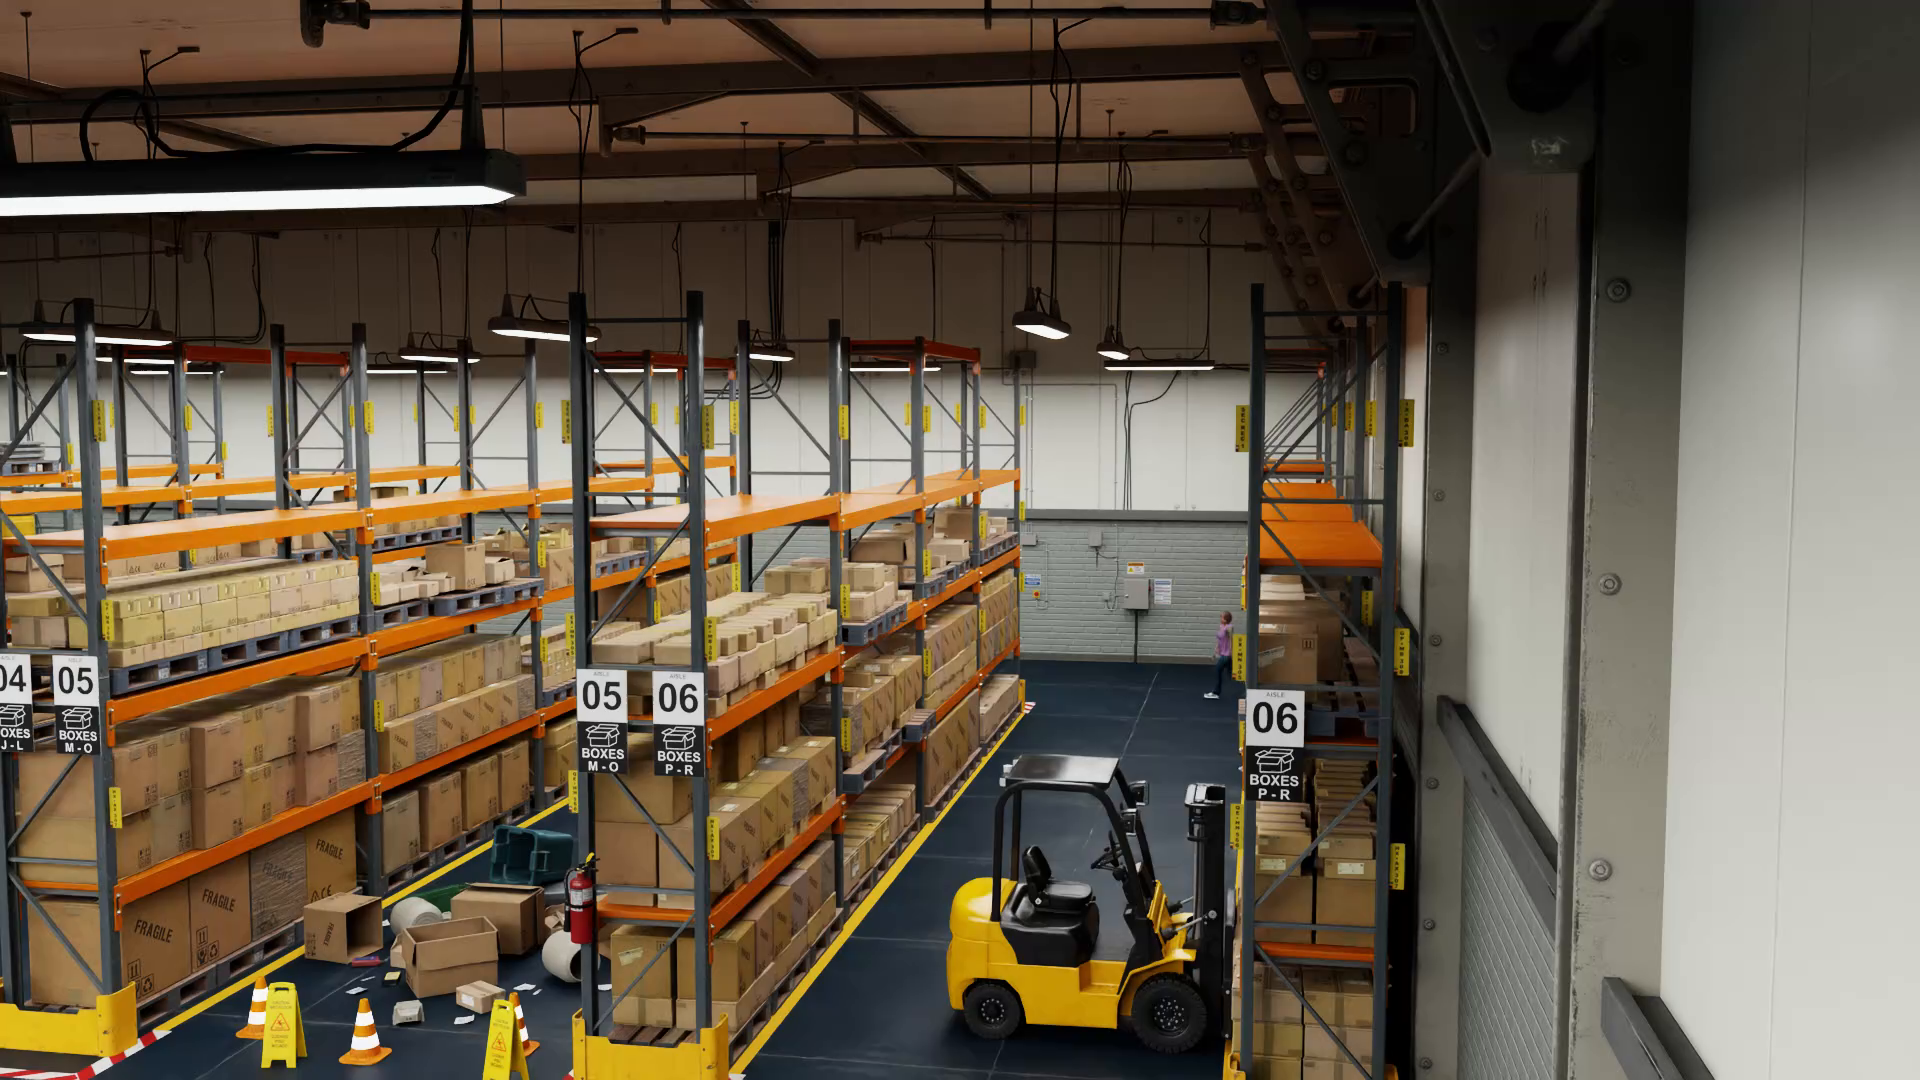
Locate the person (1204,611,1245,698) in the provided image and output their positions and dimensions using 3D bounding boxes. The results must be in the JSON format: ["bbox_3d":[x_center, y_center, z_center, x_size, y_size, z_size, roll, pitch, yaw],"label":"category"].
[{"bbox_3d":[4.760,2.033,29.277,0.922,1.521,0.397,0,5,1],"label":"person"}]
